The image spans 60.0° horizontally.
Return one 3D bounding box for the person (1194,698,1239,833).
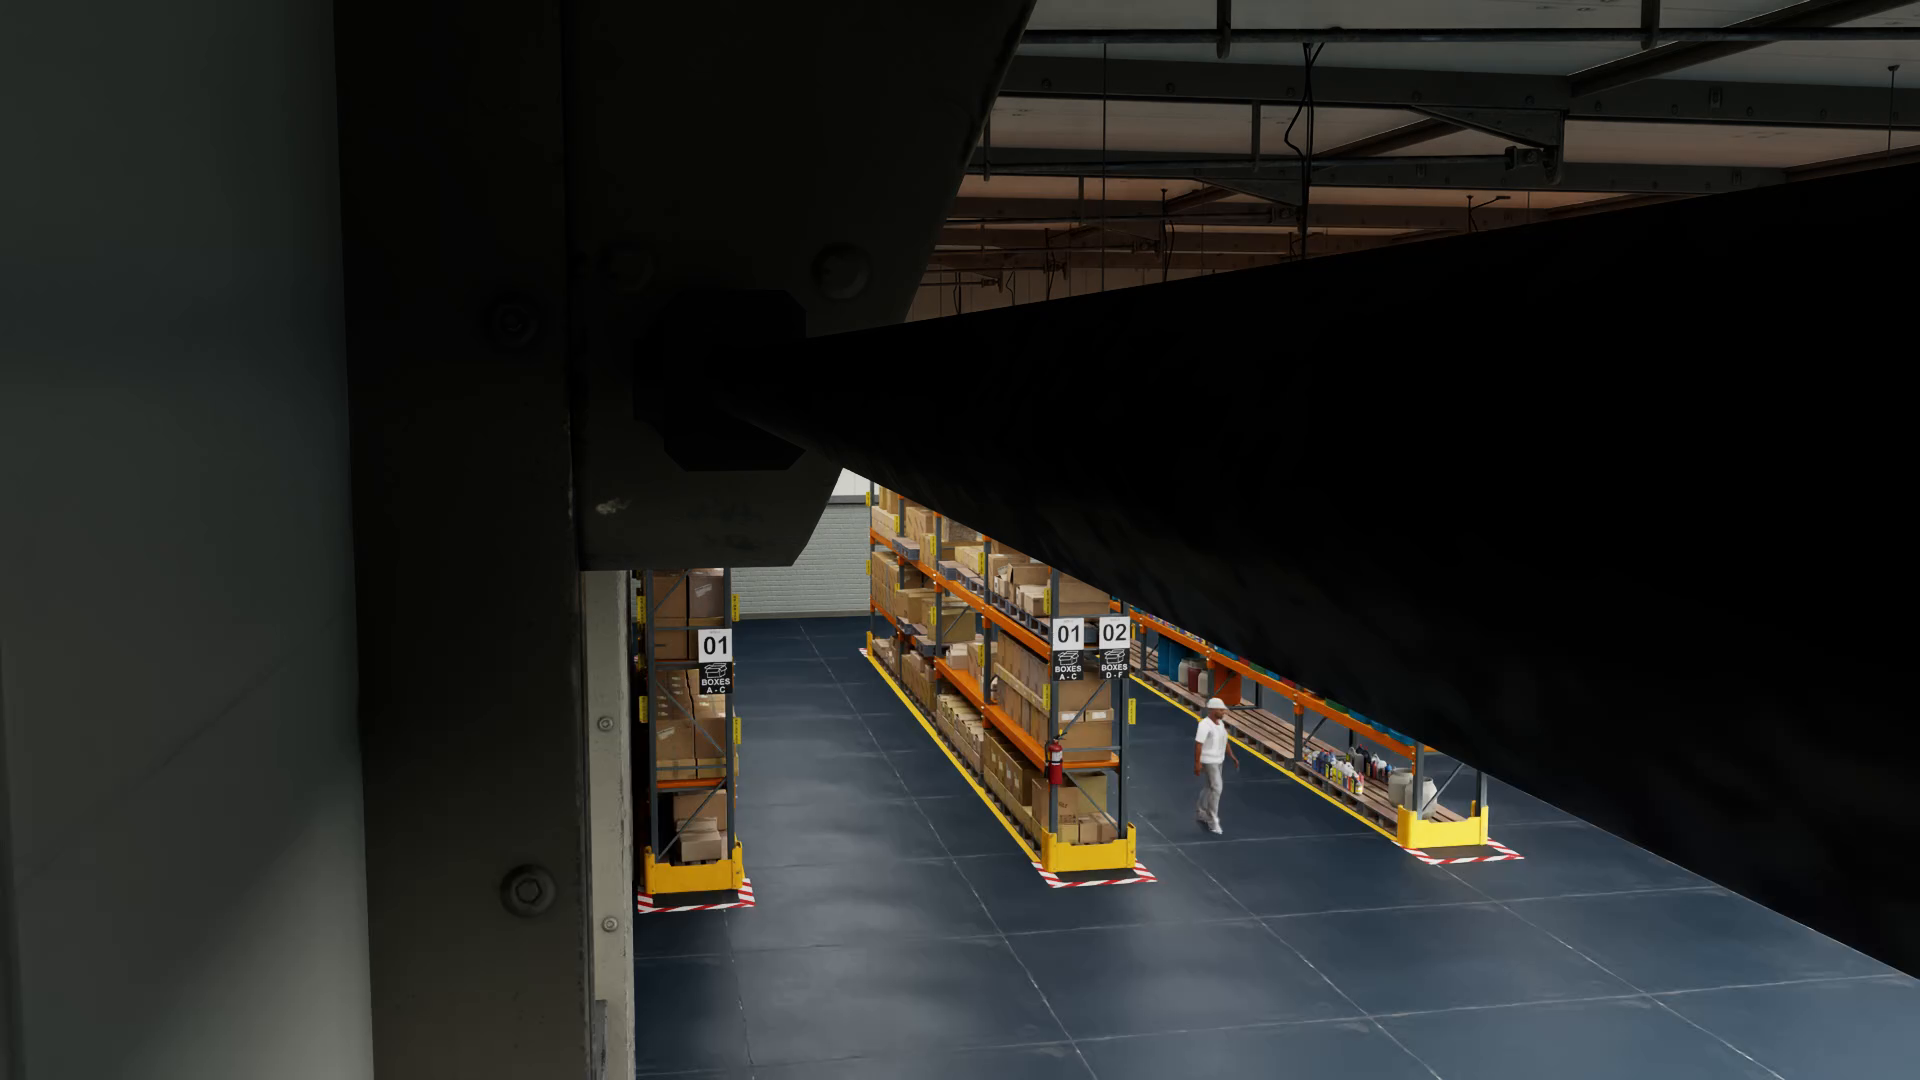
[{"bbox_3d":[3.490,3.090,22.889,0.590,1.824,0.617,4,7,31],"label":"person"}]
